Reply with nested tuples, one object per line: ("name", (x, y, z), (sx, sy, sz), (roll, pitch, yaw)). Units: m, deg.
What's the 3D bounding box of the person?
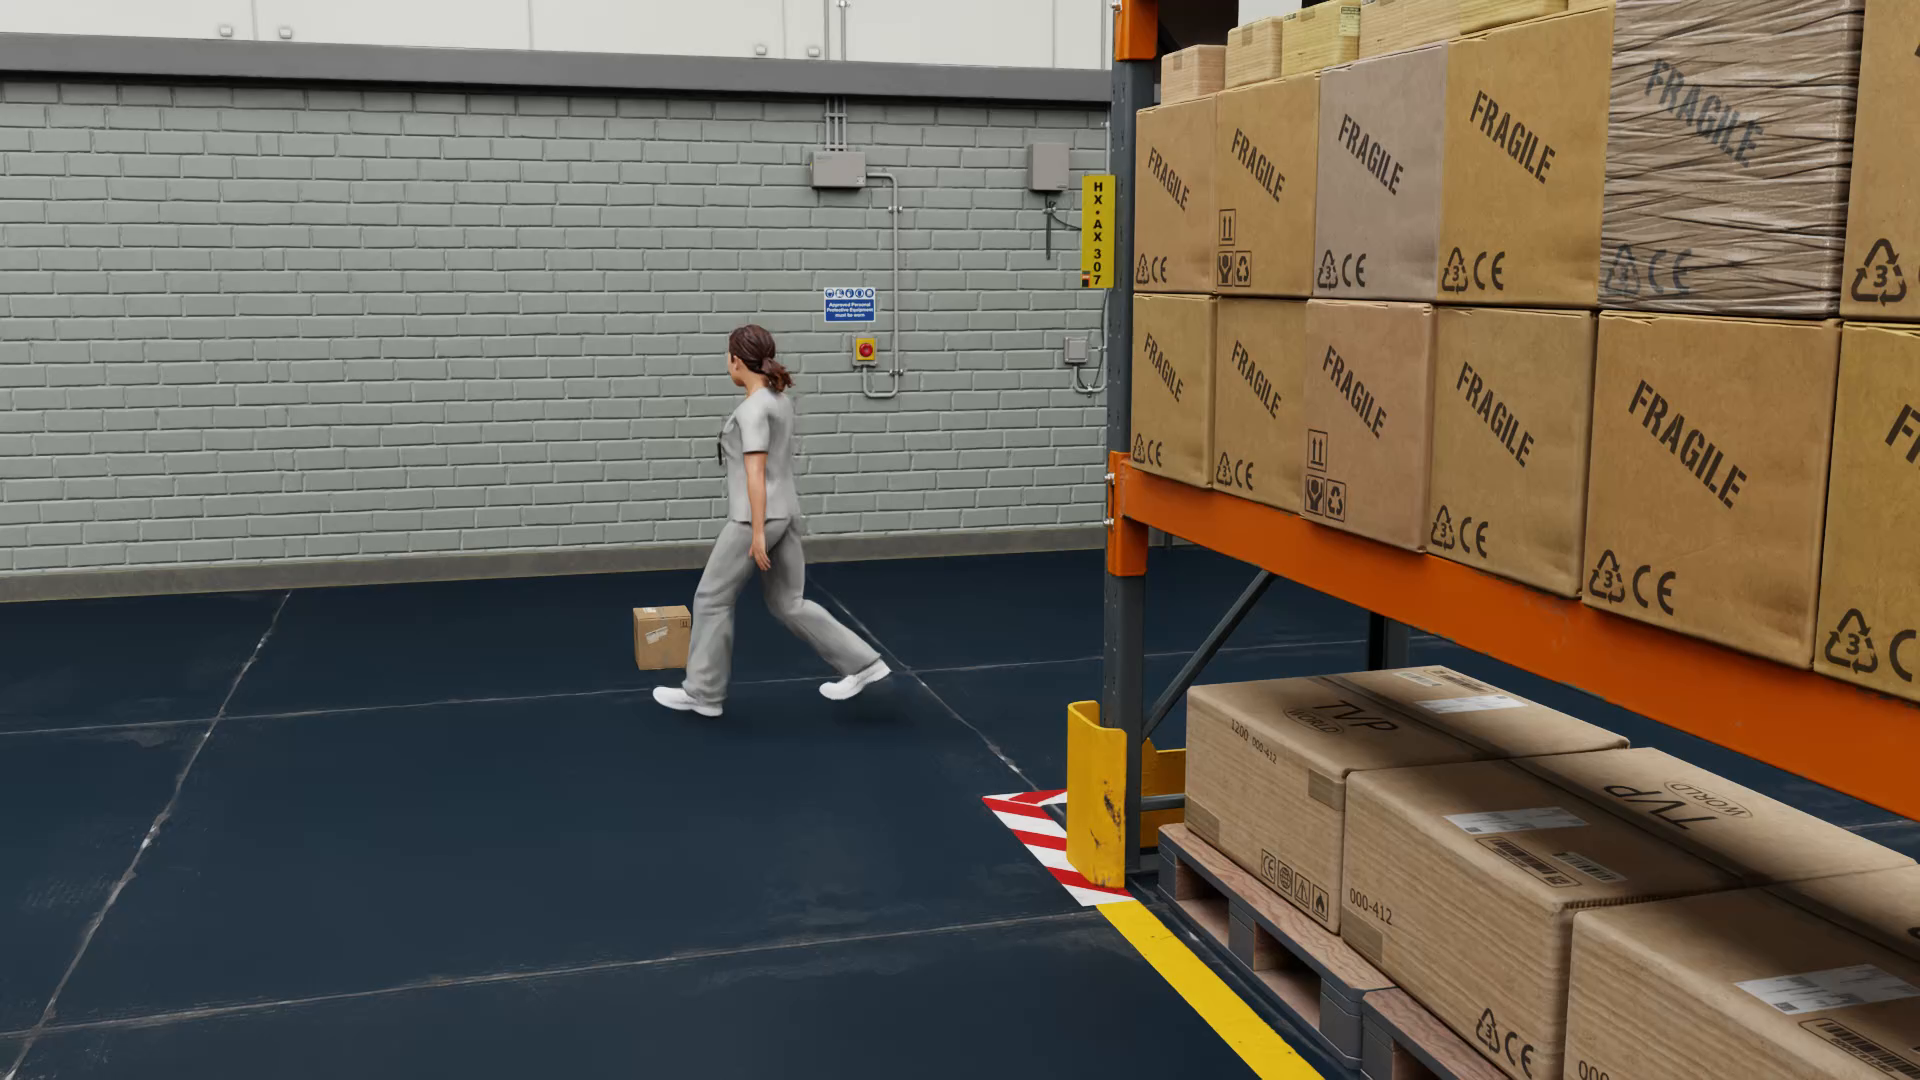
("person", (-0.793, -0.071, 6.881), (0.991, 1.631, 0.534), (2, 10, 13))
